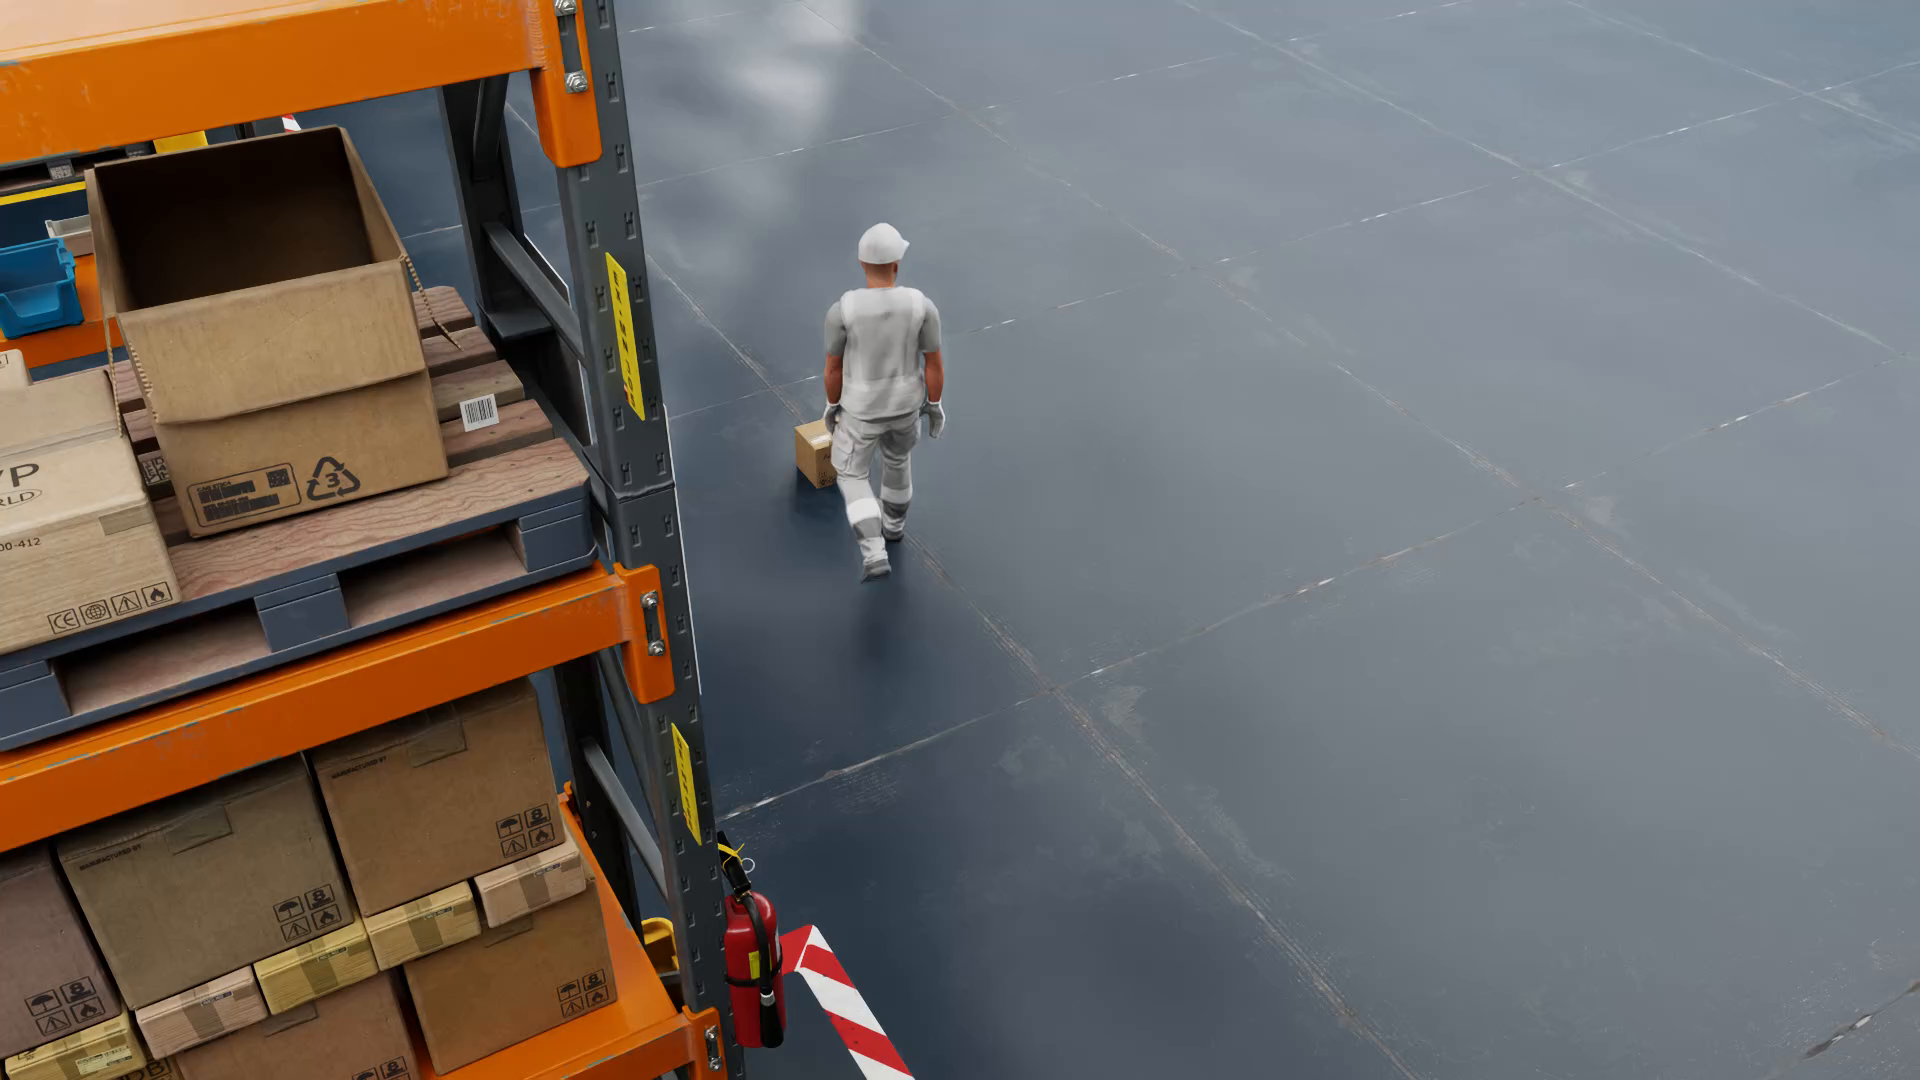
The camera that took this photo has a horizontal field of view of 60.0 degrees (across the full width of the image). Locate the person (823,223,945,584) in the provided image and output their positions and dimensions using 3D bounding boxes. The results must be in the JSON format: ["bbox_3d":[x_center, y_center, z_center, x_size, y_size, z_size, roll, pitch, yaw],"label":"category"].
[{"bbox_3d":[-0.352,-0.616,7.741,0.557,1.769,0.873,-10,38,-13],"label":"person"}]
